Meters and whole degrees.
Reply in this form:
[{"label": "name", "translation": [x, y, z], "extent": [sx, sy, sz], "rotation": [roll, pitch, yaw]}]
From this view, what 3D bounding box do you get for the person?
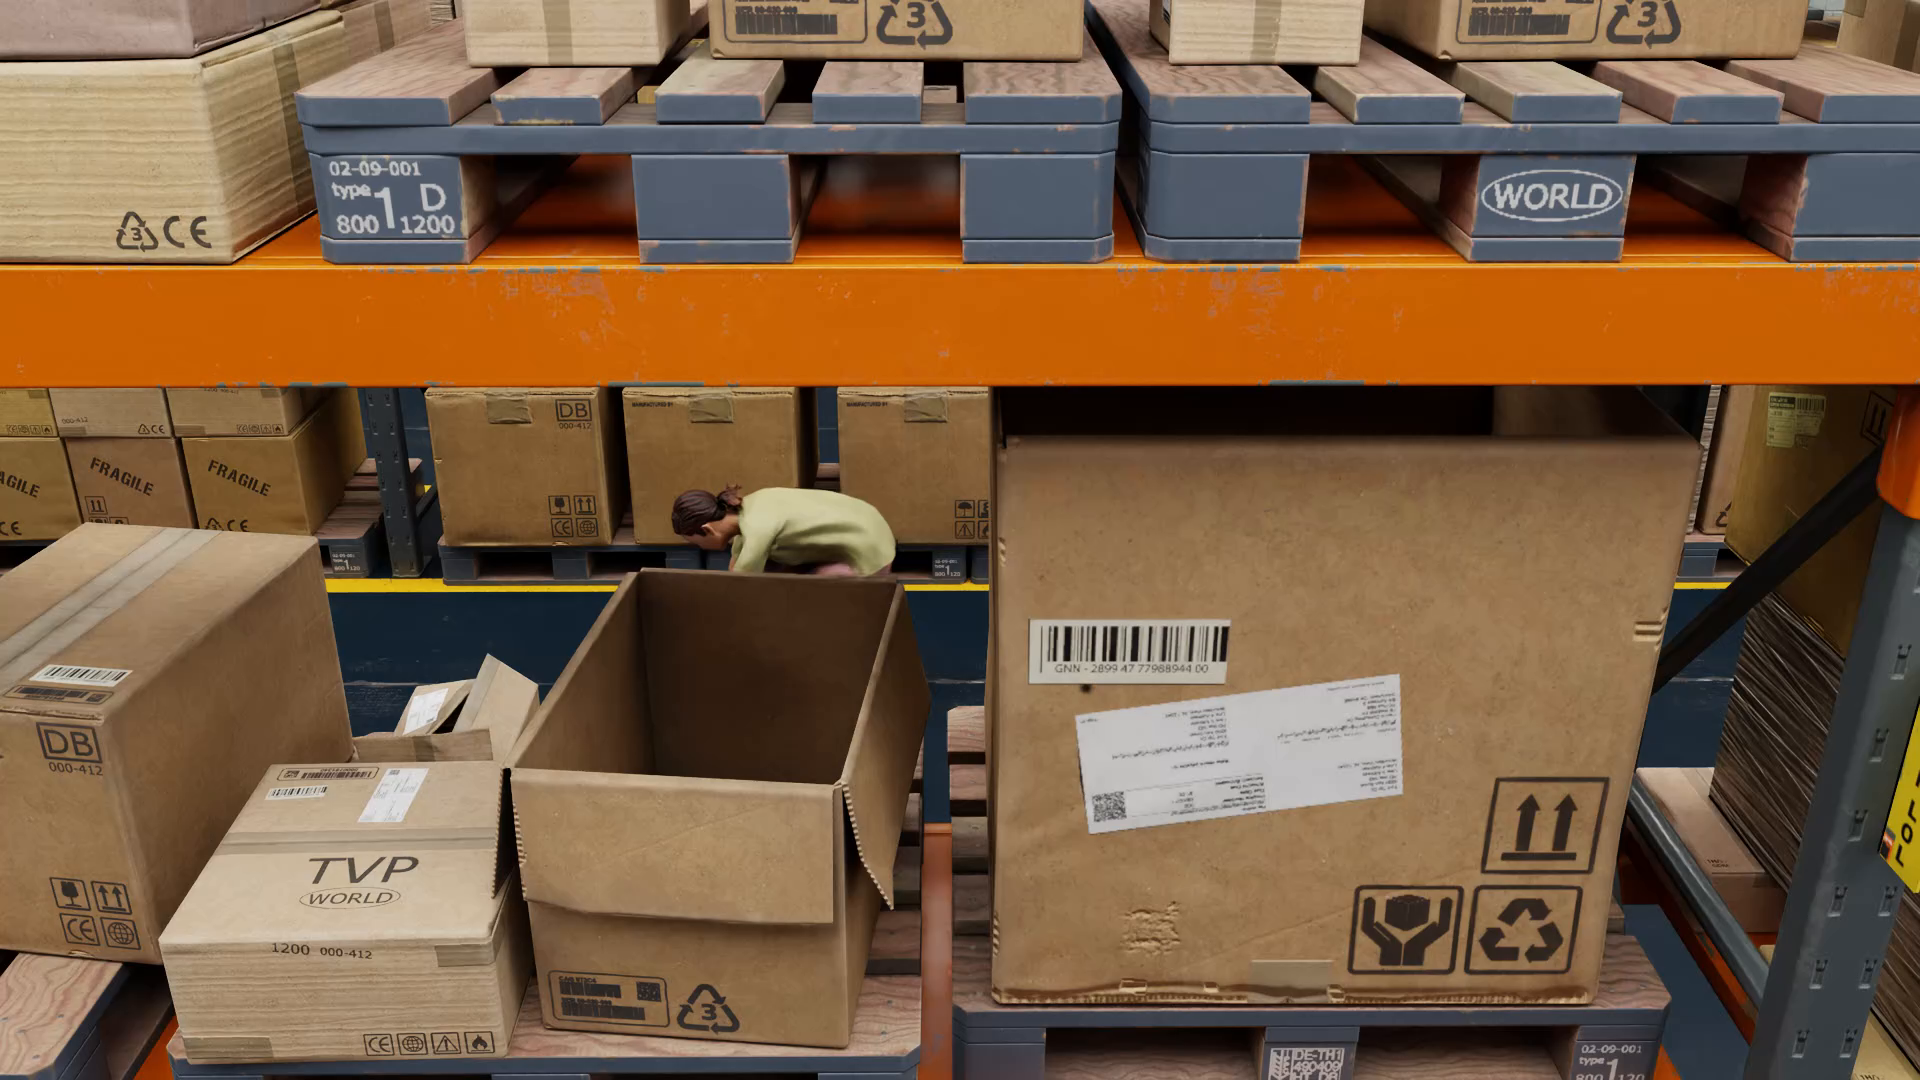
[{"label": "person", "translation": [-0.703, 0.156, 6.523], "extent": [0.867, 1.048, 0.464], "rotation": [-1, 24, -3]}]
